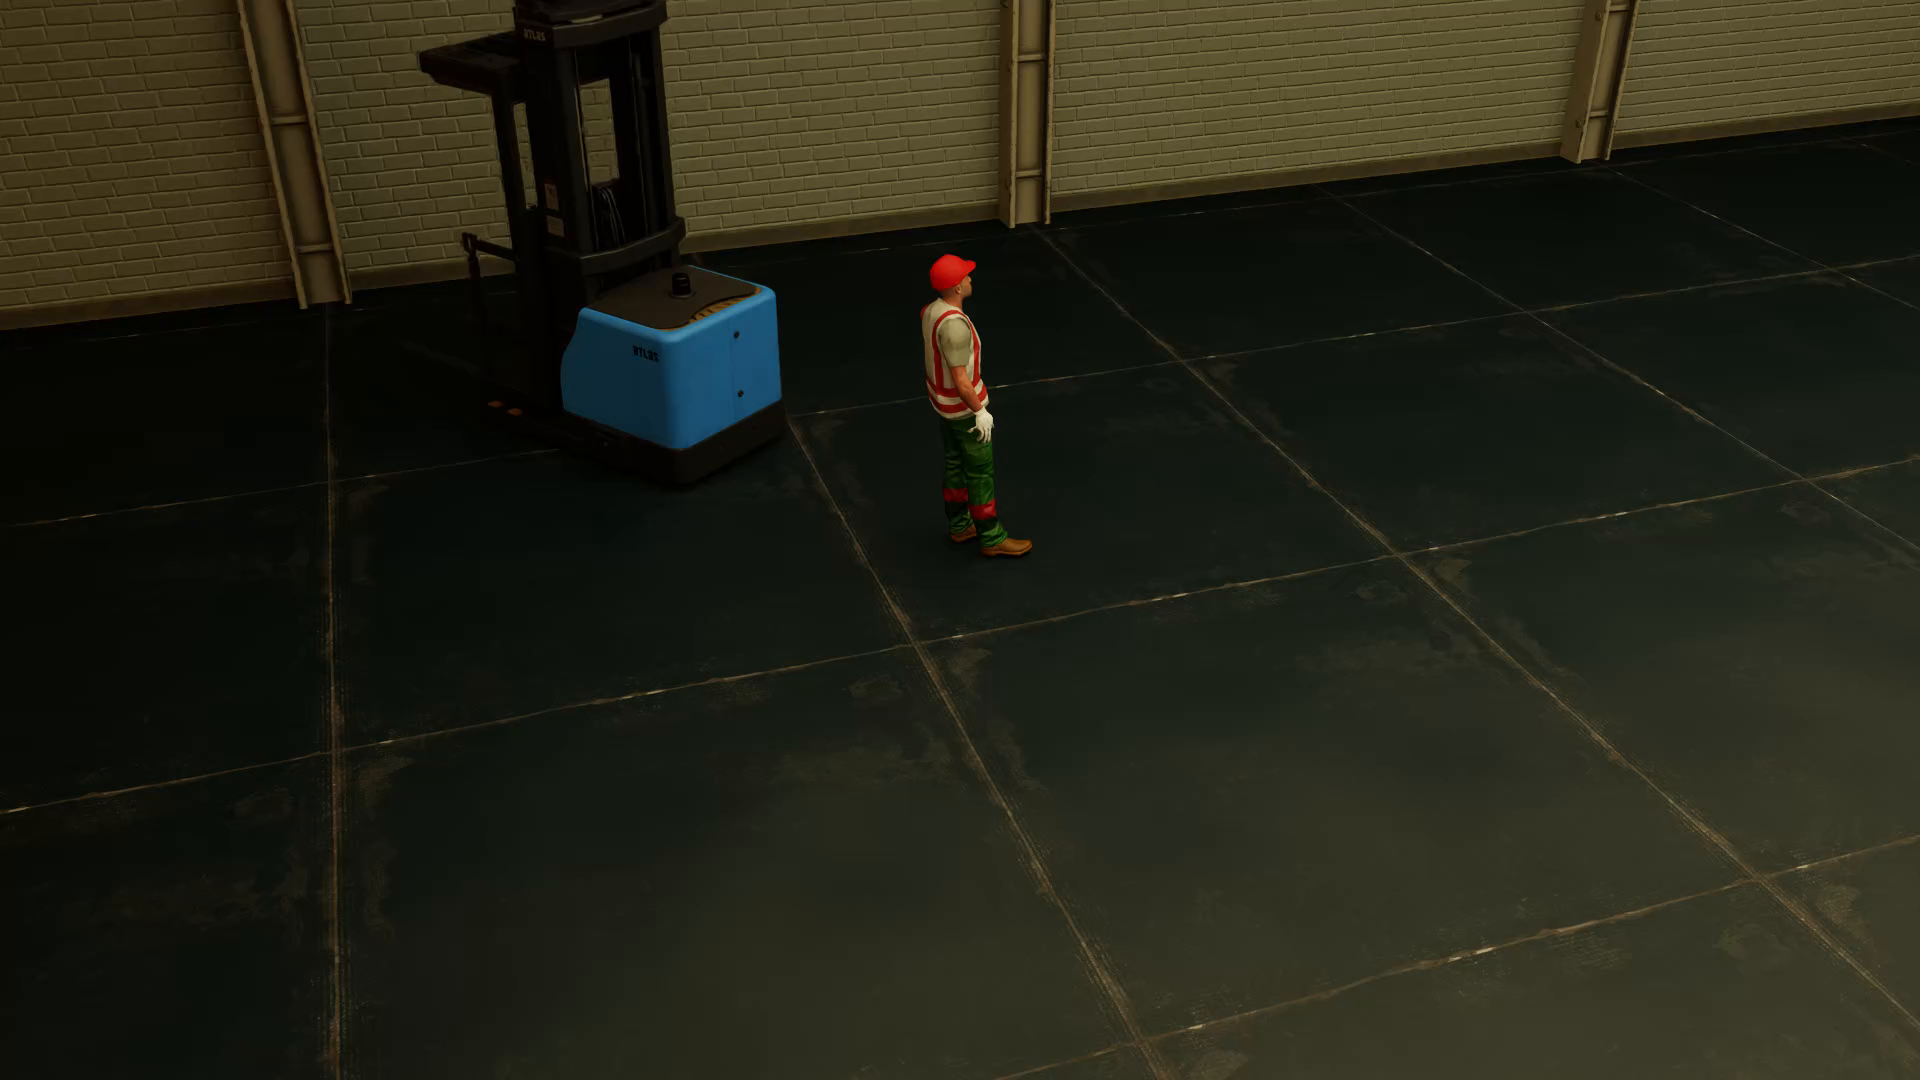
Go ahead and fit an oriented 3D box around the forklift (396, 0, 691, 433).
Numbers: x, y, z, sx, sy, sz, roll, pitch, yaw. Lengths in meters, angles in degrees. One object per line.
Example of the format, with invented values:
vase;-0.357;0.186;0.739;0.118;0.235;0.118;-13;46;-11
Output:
forklift;-2.662;-2.193;10.899;3.031;2.935;1.121;20;35;30

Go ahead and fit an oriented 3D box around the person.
person;0.014;-0.779;9.568;0.423;1.688;0.638;-10;31;-16
